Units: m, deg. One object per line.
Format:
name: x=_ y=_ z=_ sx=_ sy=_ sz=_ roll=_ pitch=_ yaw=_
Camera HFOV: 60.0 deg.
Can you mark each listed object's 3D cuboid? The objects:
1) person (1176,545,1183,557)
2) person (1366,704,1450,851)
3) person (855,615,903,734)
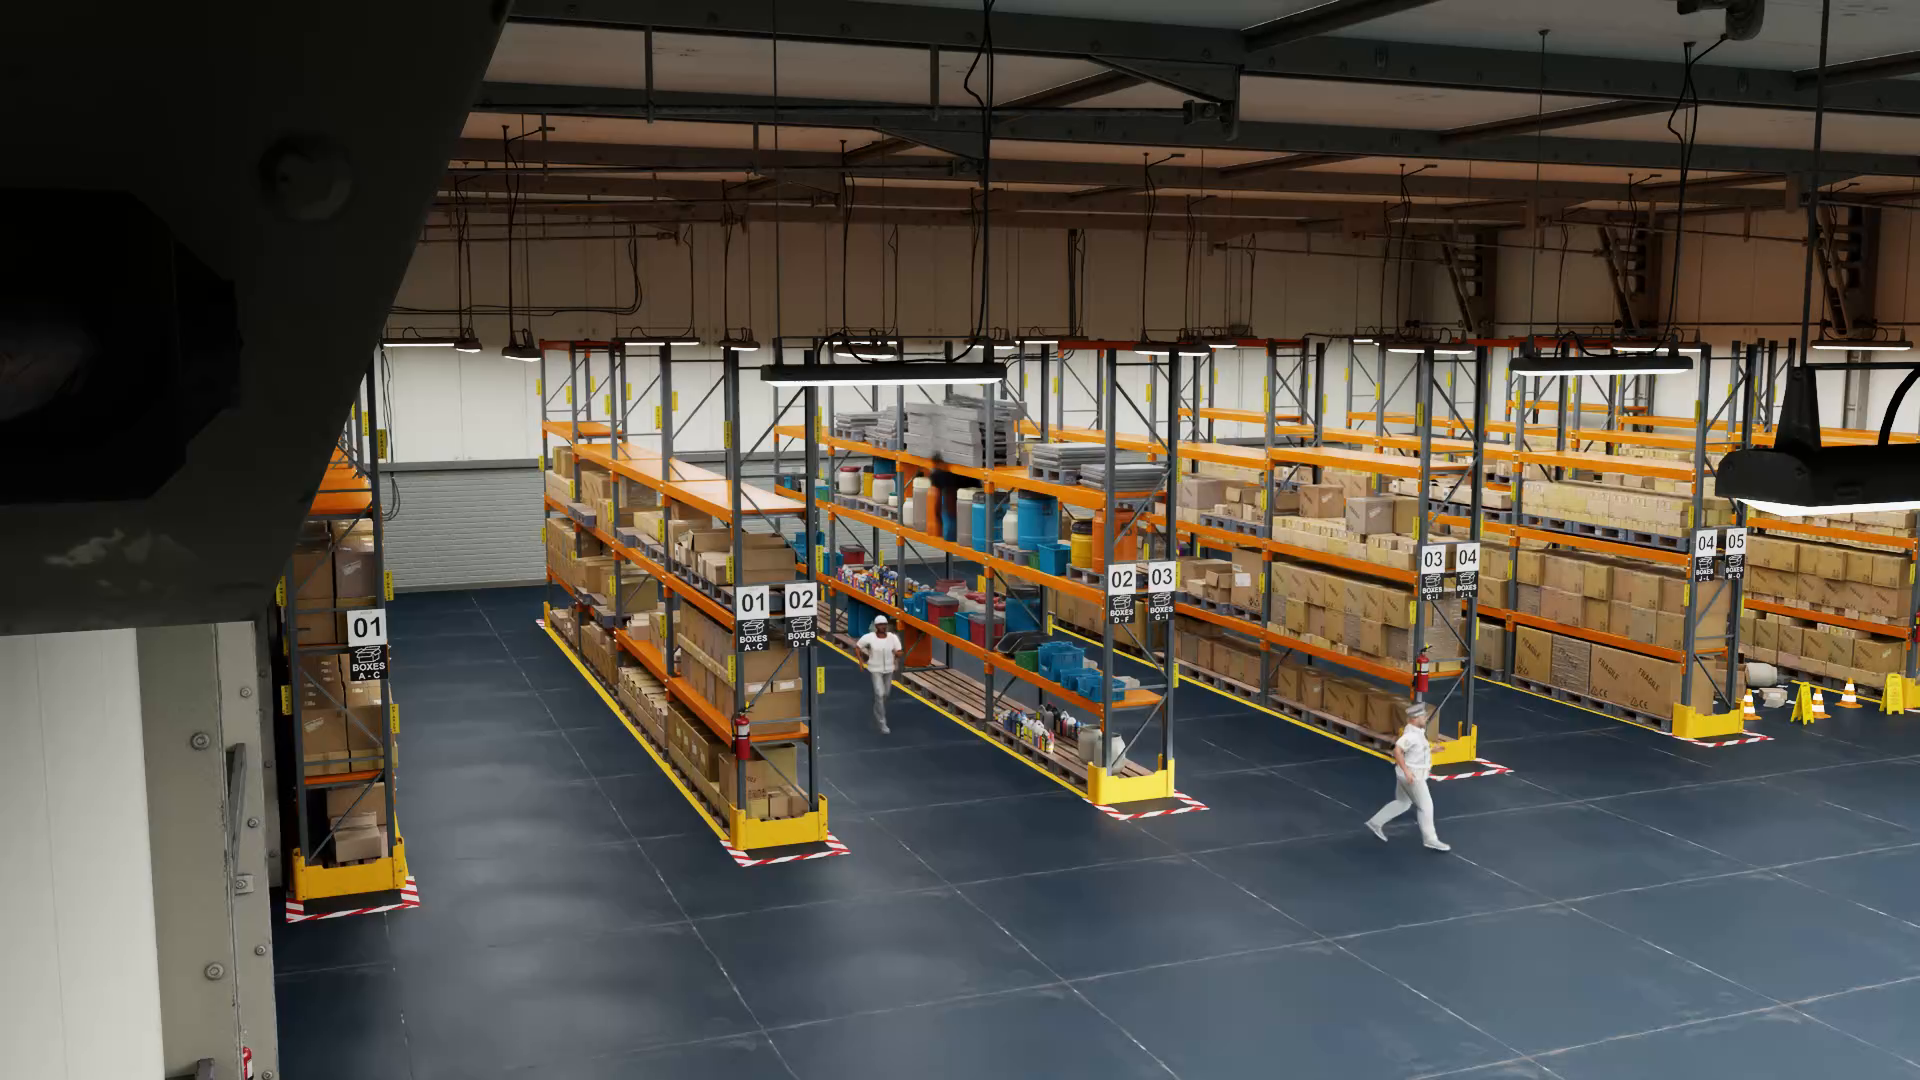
person: x=4.629 y=0.685 z=36.676 sx=0.698 sy=1.775 sz=0.853 roll=-3 pitch=8 yaw=-22
person: x=5.414 y=2.835 z=19.999 sx=0.990 sy=1.767 sz=0.659 roll=1 pitch=7 yaw=8
person: x=-1.227 y=2.055 z=25.974 sx=0.693 sy=1.778 sz=0.946 roll=-3 pitch=8 yaw=-24
